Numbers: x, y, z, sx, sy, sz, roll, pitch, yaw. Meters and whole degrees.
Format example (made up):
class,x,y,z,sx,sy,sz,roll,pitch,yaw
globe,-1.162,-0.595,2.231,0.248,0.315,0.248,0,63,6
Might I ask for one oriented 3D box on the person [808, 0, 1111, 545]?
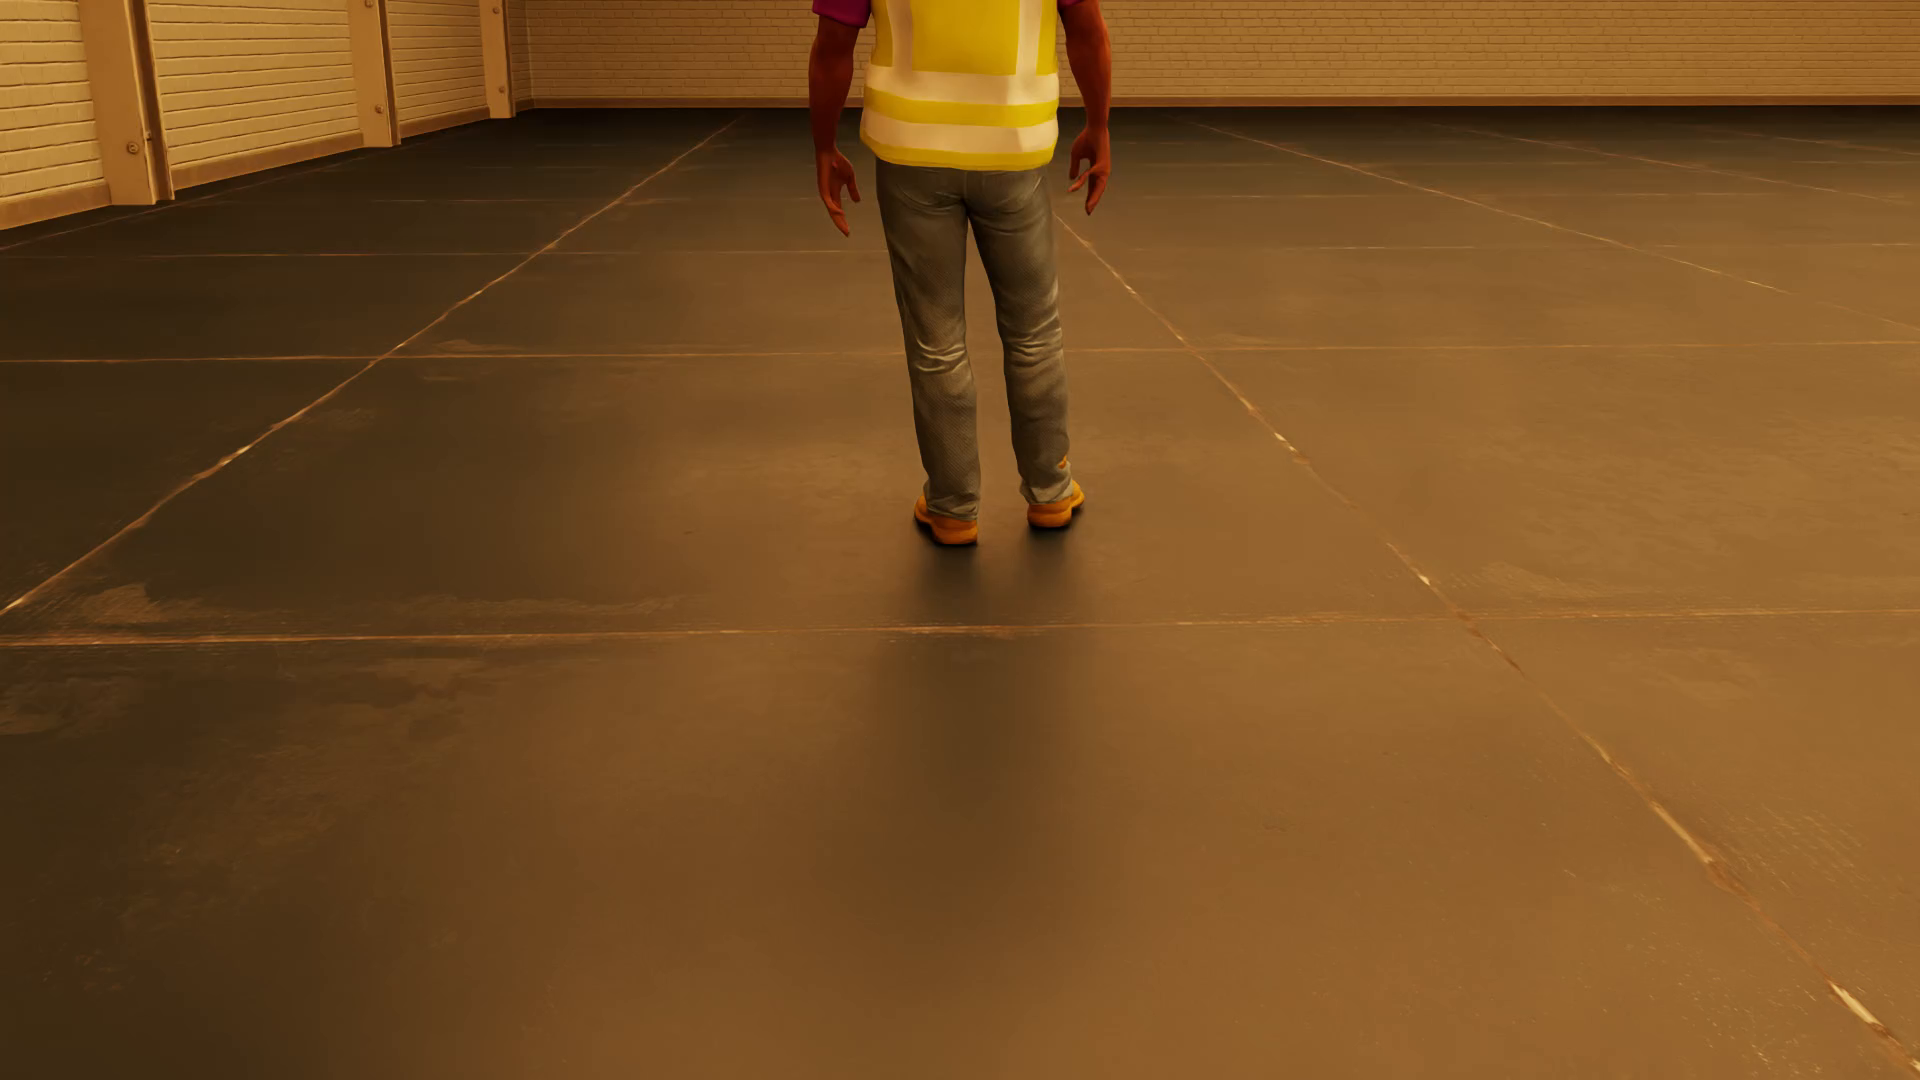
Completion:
class,x,y,z,sx,sy,sz,roll,pitch,yaw
person,0.002,-0.872,3.725,0.665,1.768,0.575,-1,17,-3
